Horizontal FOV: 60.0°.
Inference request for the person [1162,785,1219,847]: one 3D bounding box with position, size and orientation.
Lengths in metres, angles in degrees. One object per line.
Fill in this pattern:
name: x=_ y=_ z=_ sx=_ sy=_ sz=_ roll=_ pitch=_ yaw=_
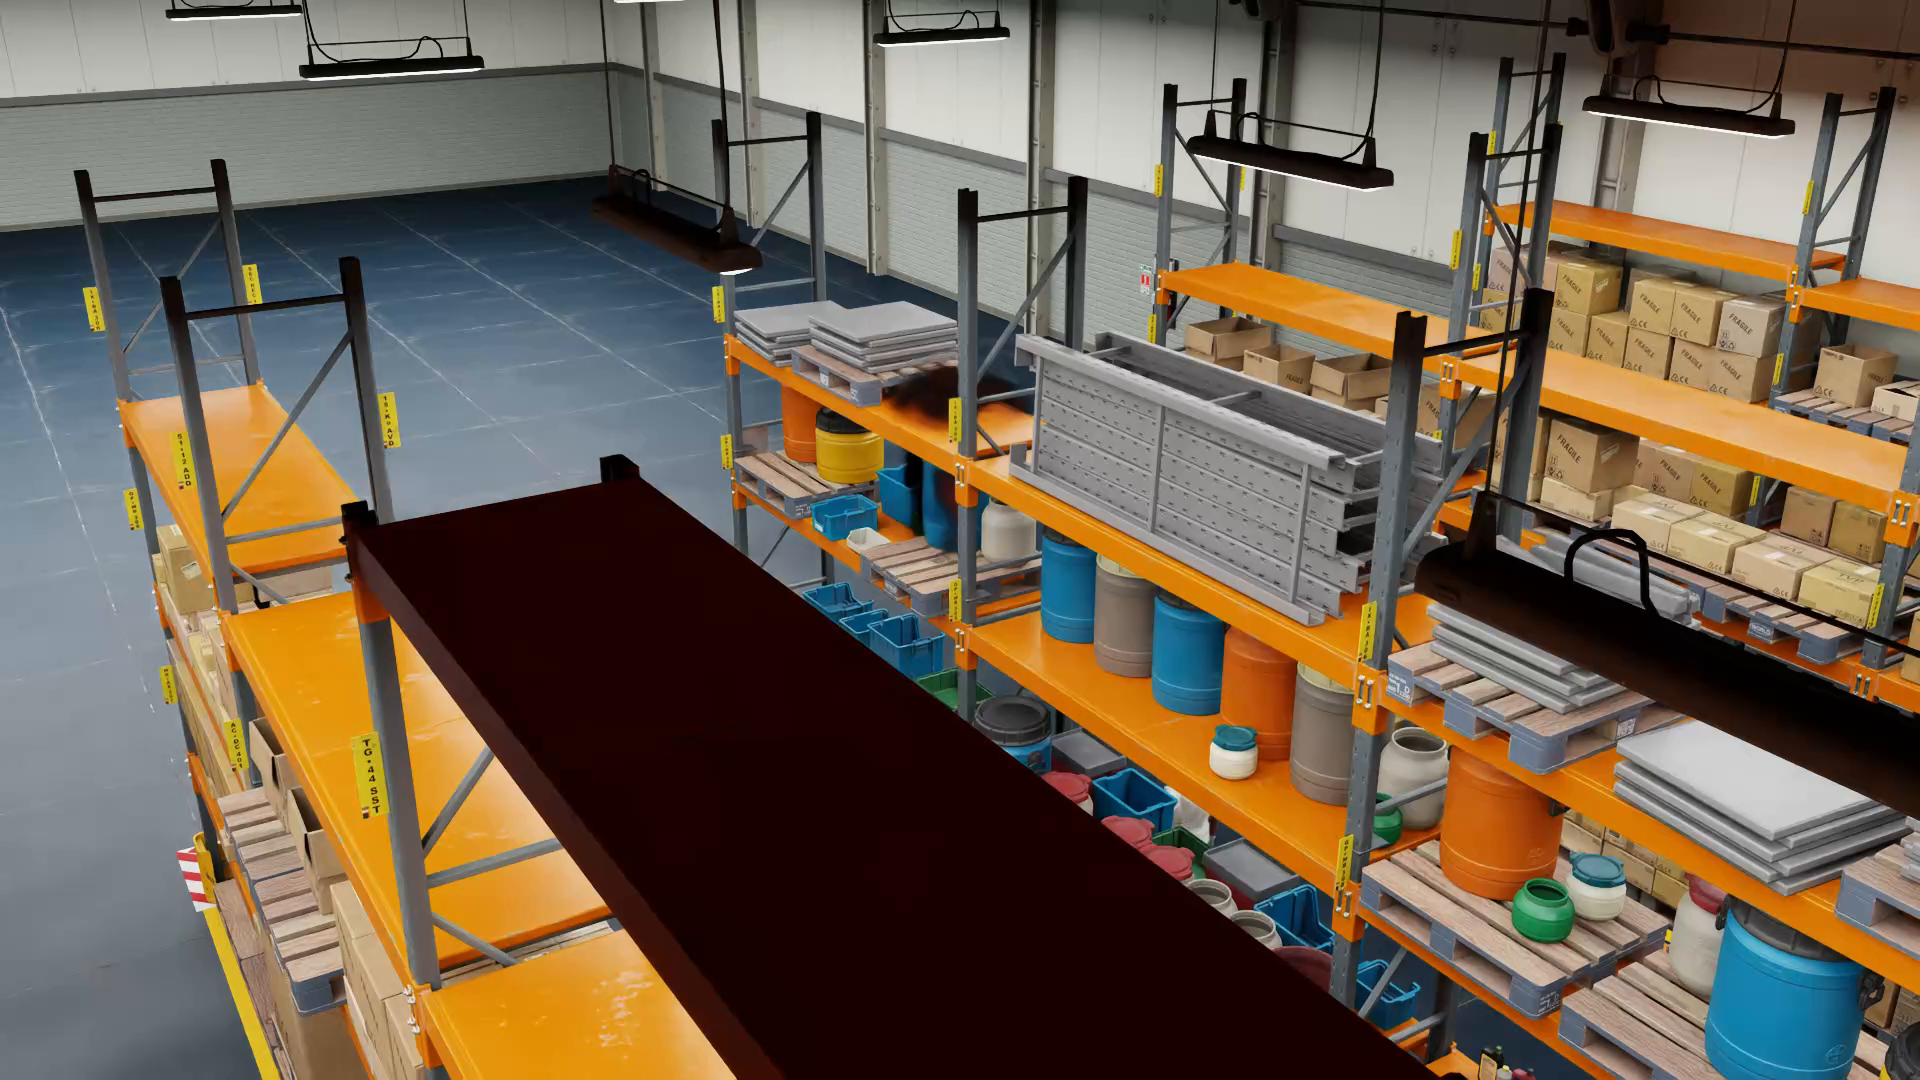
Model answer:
person: x=1.731 y=2.399 z=13.063 sx=0.674 sy=1.794 sz=0.438 roll=-3 pitch=22 yaw=-7
